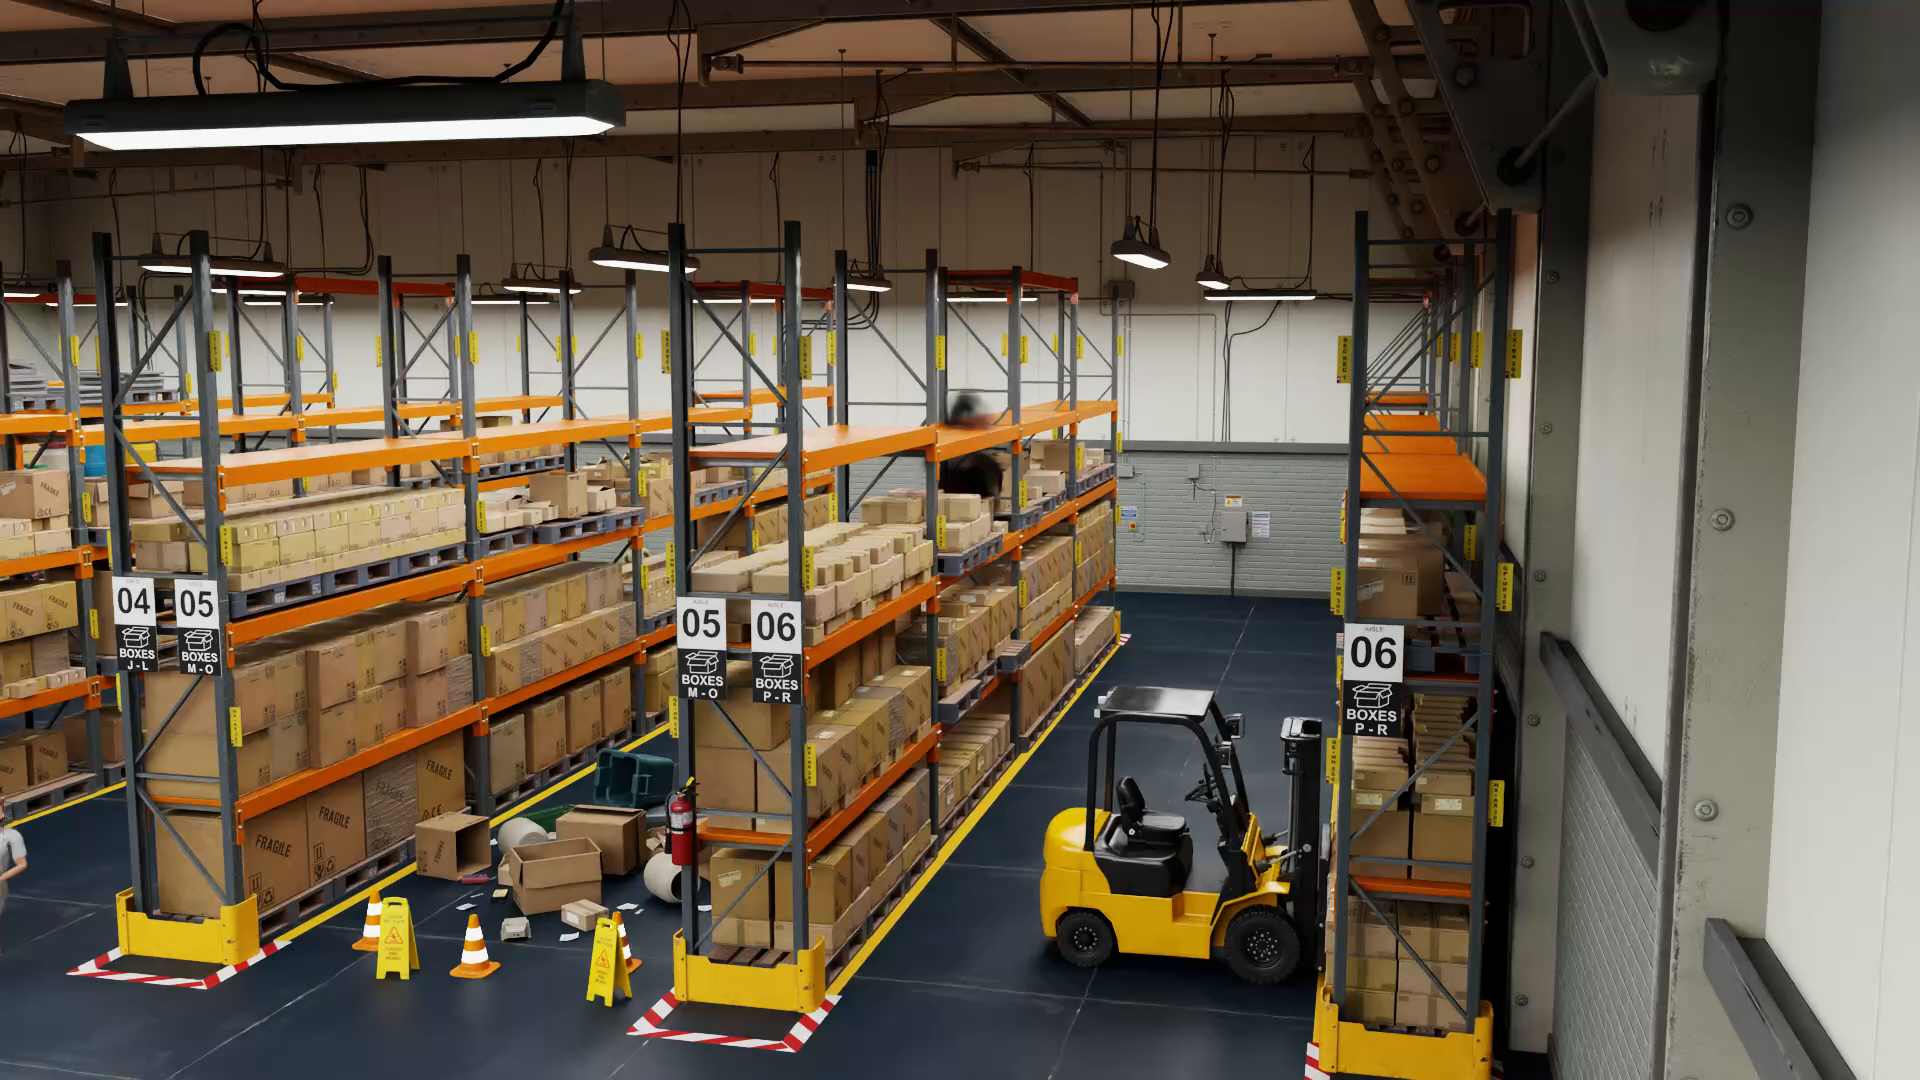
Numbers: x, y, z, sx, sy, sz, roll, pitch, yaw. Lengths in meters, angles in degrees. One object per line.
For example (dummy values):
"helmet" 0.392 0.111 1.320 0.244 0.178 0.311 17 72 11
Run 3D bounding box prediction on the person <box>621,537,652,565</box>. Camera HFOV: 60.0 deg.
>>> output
"person" -5.813 0.690 30.119 0.643 1.582 0.554 -2 7 -15

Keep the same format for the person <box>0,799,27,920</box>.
"person" -7.589 2.787 12.944 0.609 1.655 0.631 -4 8 -29
